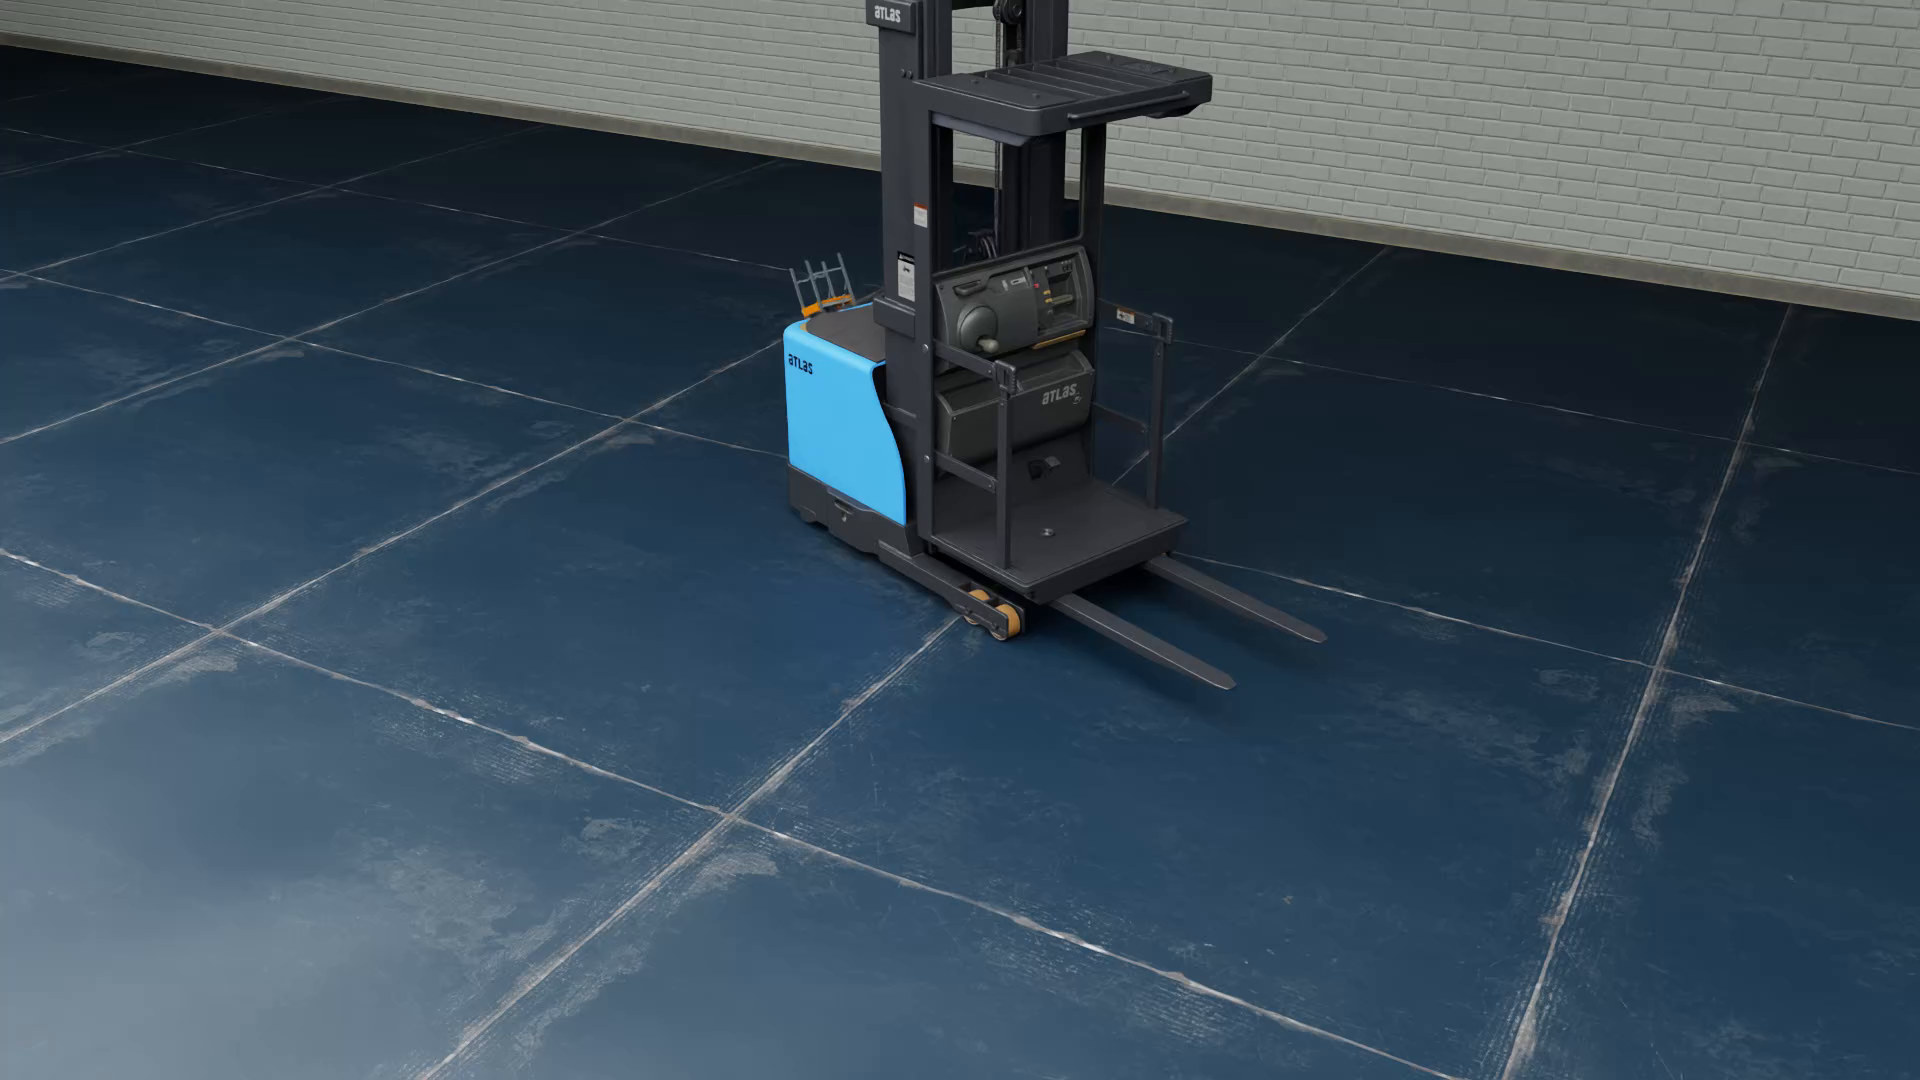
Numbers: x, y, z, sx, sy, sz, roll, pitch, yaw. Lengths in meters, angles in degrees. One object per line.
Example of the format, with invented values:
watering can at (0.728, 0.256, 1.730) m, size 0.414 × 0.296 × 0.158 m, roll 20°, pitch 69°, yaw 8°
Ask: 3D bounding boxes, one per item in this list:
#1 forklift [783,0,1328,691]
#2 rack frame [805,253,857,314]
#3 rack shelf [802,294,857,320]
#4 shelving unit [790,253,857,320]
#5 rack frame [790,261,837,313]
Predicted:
forklift at (0.406, -1.095, 7.664) m, size 1.130 × 2.935 × 3.031 m, roll -21°, pitch 33°, yaw -35°
rack frame at (-0.597, -1.026, 9.418) m, size 0.240 × 1.200 × 0.006 m, roll -20°, pitch 5°, yaw -34°
rack shelf at (-0.742, -1.316, 9.471) m, size 0.258 × 0.103 × 0.180 m, roll -20°, pitch 5°, yaw -34°
shelving unit at (-0.648, -1.015, 9.493) m, size 0.258 × 1.200 × 0.189 m, roll -20°, pitch 5°, yaw -34°
rack frame at (-0.699, -1.005, 9.569) m, size 0.240 × 1.200 × 0.006 m, roll -20°, pitch 5°, yaw -34°
